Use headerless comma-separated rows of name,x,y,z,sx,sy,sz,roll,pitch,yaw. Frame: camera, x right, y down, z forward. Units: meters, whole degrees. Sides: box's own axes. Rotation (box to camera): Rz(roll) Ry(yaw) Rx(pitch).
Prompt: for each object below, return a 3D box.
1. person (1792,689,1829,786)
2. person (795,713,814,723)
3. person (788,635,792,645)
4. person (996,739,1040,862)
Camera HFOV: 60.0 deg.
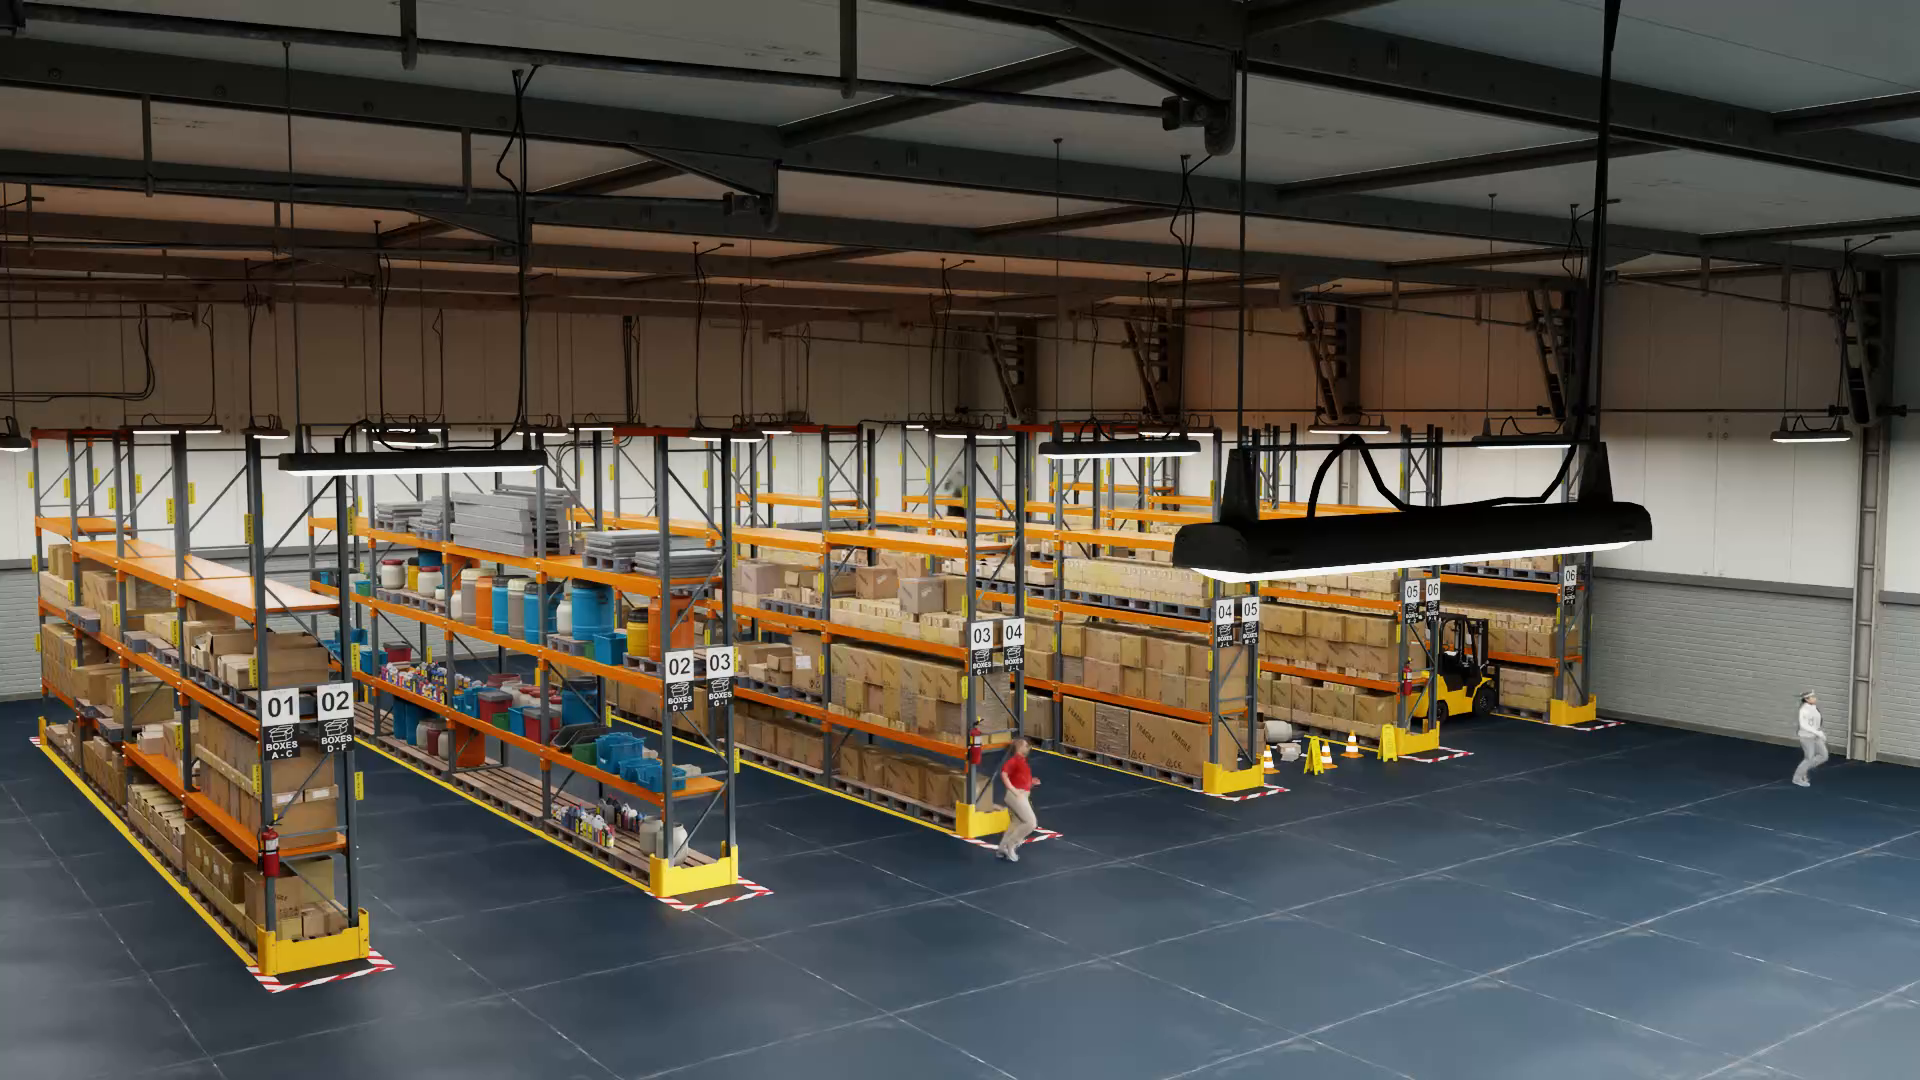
person,14.309,3.310,27.946,0.534,1.658,0.629,4,6,43
person,-3.040,2.834,32.899,0.655,1.817,0.909,-4,6,-42
person,-4.125,2.098,42.909,0.844,1.856,0.665,-3,5,-31
person,0.830,3.655,23.500,0.599,1.672,0.696,1,5,9
